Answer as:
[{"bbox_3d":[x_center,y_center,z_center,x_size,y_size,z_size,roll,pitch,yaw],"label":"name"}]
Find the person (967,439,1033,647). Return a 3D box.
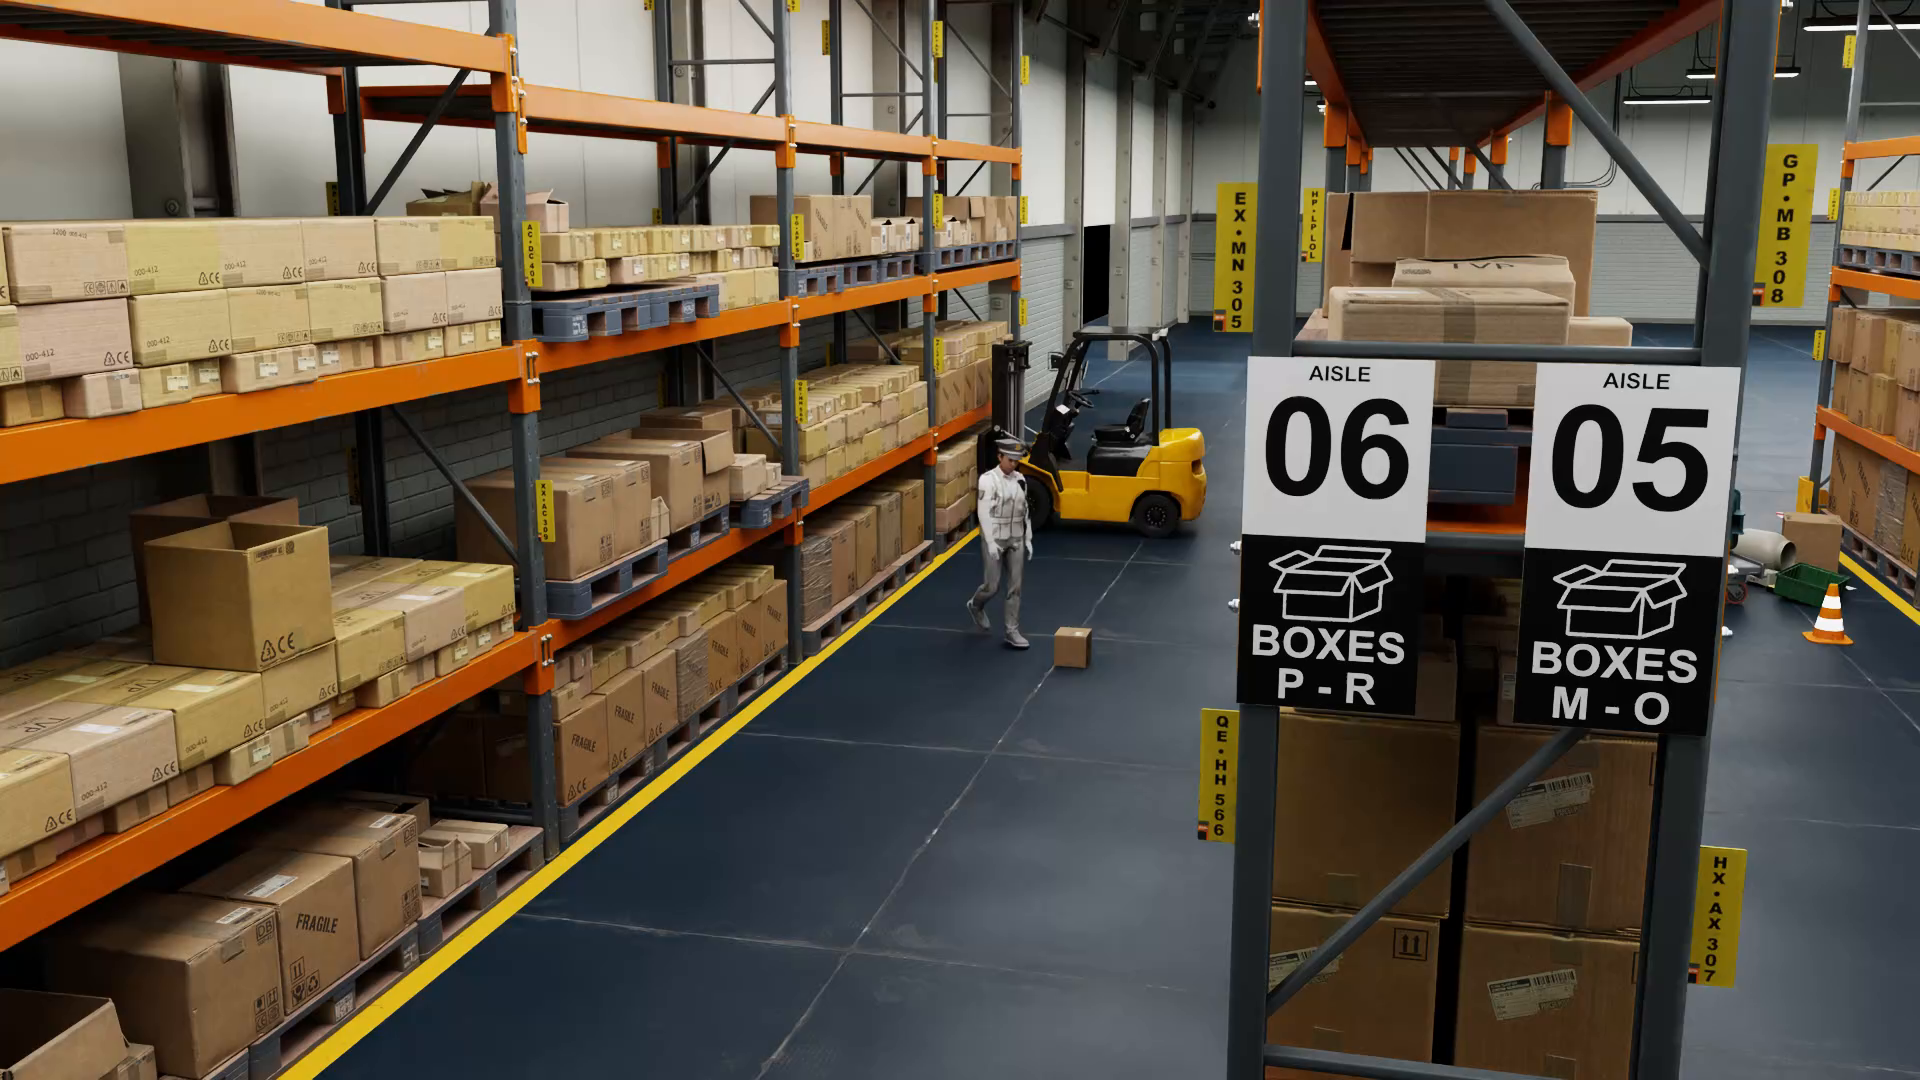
[{"bbox_3d":[0.335,0.008,13.344,0.512,1.654,0.625,-7,13,-30],"label":"person"}]
